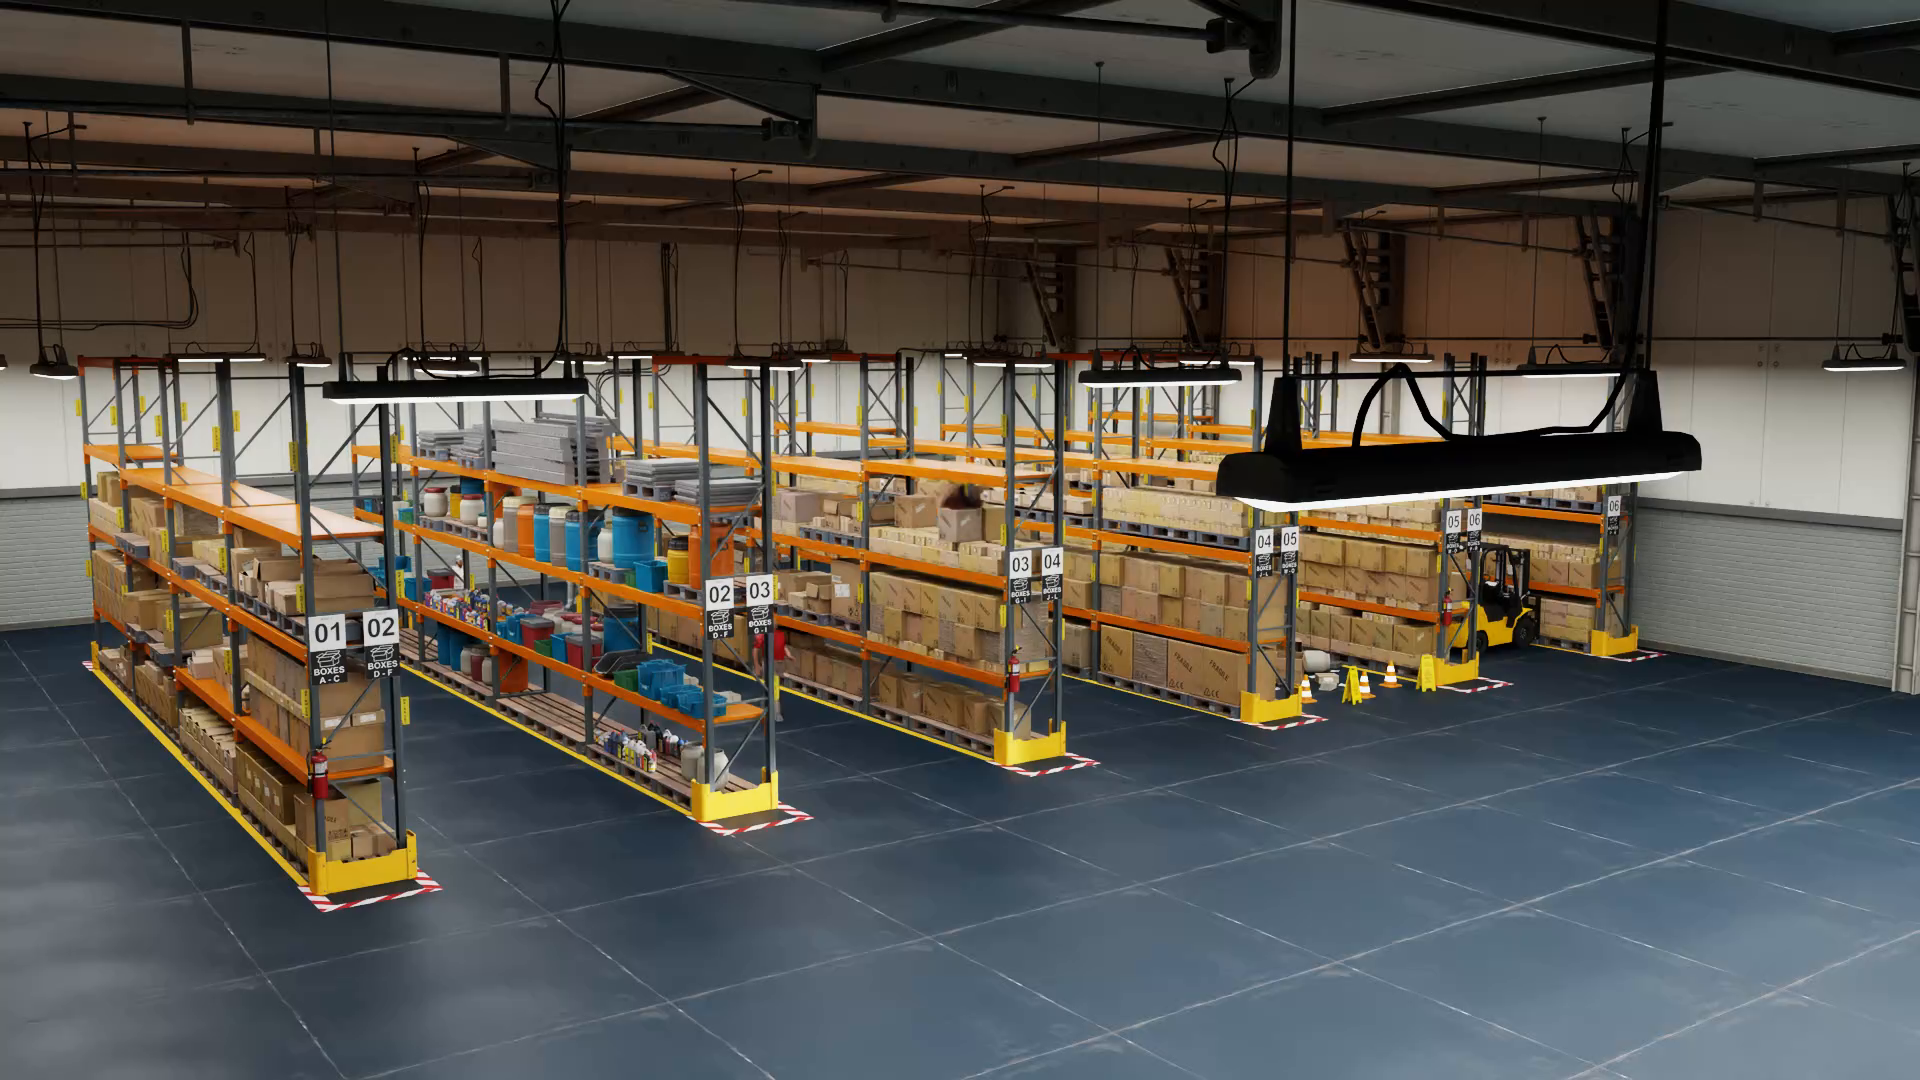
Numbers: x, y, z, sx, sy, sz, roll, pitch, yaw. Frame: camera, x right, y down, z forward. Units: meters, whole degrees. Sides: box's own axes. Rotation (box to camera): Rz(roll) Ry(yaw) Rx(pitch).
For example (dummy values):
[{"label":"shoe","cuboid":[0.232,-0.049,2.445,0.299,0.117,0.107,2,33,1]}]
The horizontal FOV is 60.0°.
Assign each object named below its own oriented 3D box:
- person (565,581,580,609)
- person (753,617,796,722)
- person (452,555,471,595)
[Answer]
[{"label":"person","cuboid":[-9.107,0.697,39.271,0.636,1.761,0.750,-1,7,-11]},{"label":"person","cuboid":[-3.135,2.147,27.879,0.631,1.734,0.947,-5,9,-36]},{"label":"person","cuboid":[-10.748,1.148,35.969,0.487,1.667,0.512,5,8,34]}]
